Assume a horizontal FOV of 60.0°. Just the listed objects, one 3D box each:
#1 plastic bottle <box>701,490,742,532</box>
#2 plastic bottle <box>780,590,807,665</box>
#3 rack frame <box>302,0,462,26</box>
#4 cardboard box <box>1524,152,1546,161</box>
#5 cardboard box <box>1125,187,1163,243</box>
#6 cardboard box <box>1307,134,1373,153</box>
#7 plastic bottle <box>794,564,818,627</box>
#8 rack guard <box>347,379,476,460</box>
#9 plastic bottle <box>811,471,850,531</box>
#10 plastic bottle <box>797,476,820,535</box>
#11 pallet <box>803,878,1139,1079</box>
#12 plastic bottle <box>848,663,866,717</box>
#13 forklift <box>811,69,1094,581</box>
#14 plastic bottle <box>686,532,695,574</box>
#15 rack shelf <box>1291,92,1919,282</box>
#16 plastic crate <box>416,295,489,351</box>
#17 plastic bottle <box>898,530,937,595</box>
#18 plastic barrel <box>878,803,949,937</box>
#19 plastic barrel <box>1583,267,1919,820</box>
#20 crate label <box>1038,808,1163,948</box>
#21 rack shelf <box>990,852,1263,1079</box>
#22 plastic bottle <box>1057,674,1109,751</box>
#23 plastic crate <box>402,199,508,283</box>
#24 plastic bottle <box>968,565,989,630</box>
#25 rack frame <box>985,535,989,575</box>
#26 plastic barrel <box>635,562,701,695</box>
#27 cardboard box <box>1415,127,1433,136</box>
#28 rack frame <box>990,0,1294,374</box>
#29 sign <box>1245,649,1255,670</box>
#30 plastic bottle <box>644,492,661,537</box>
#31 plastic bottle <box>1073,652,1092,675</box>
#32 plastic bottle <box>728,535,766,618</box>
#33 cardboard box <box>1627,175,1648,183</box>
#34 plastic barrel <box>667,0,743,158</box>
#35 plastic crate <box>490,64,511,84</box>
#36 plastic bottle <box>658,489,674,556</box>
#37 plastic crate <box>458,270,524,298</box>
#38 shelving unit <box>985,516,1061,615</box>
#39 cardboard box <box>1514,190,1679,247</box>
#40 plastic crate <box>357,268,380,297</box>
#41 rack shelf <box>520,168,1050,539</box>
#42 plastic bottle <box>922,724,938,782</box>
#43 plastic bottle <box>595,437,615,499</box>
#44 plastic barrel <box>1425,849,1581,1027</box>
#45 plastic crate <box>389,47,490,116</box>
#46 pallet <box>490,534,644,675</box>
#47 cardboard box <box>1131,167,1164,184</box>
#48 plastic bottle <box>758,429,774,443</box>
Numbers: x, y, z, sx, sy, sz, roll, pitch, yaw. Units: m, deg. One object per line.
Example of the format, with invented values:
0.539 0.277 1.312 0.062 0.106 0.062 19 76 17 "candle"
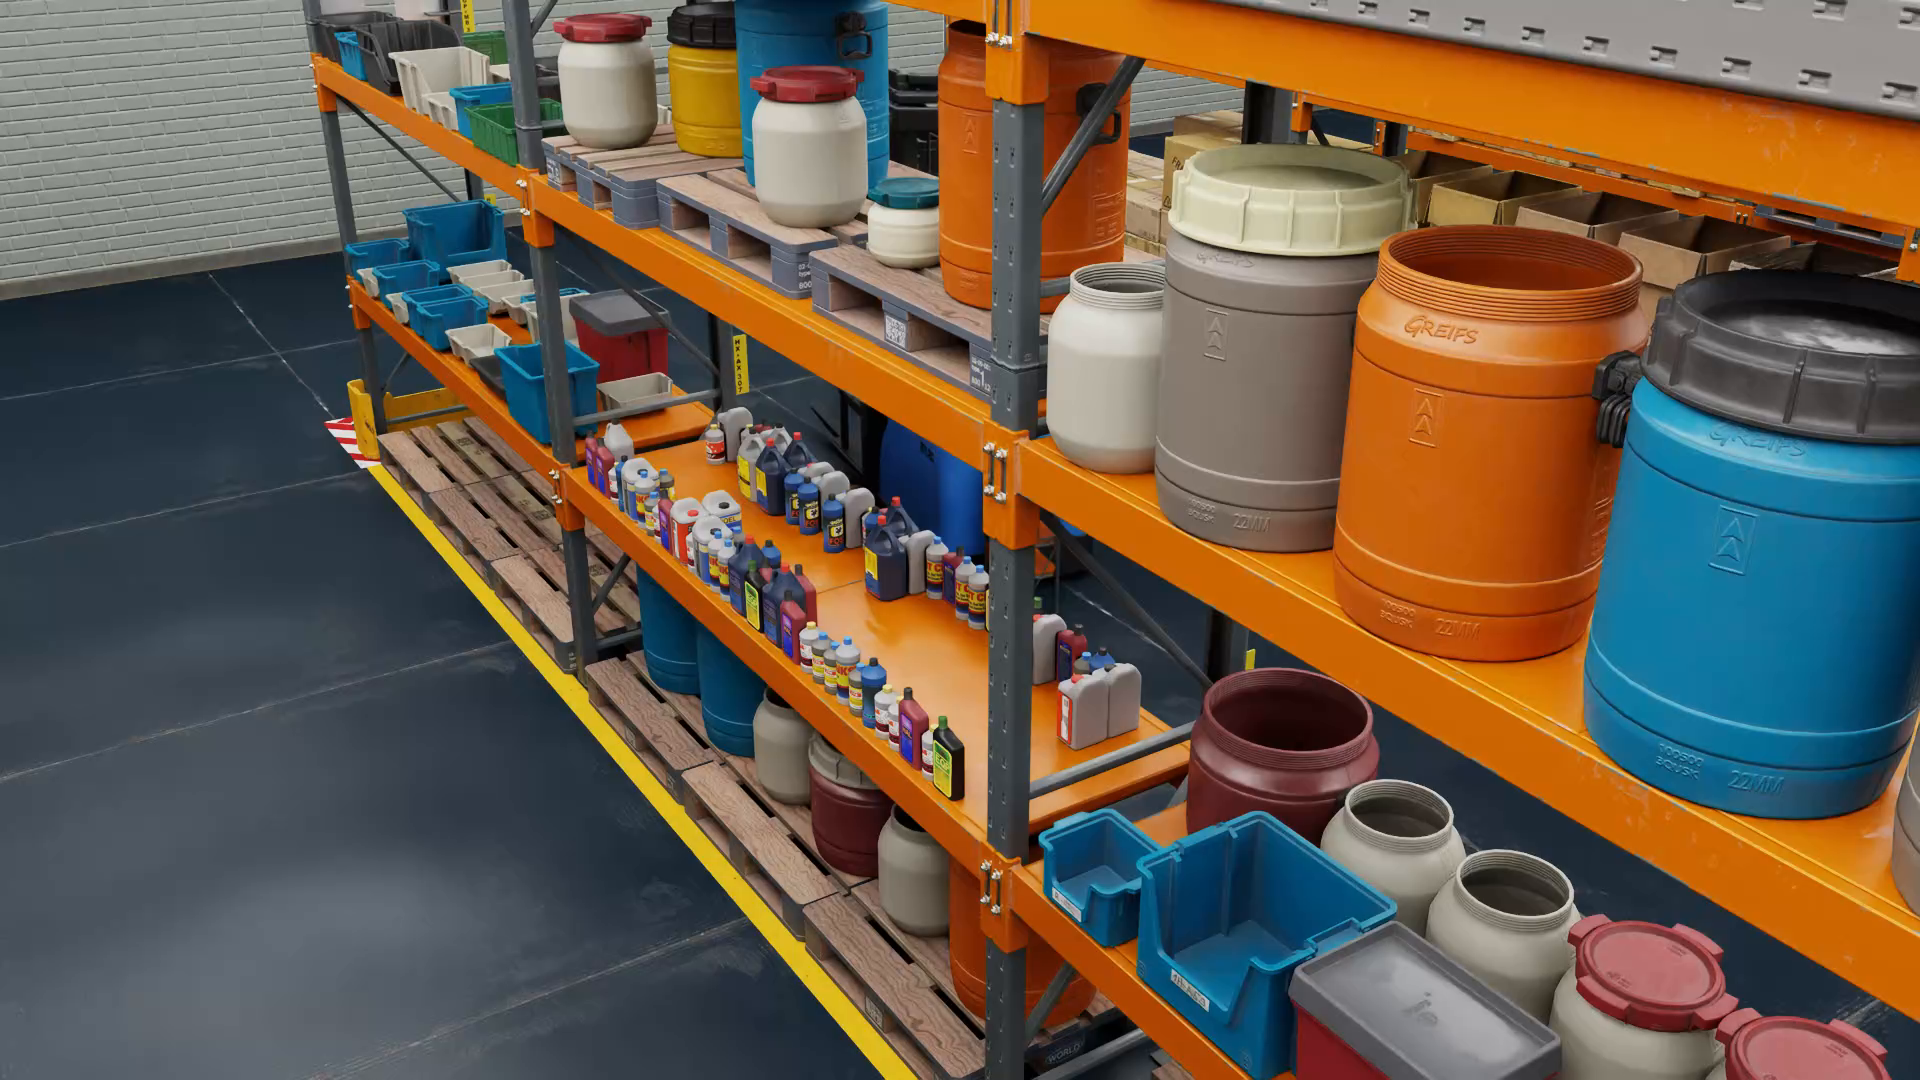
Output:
-1.078 -0.077 7.546 0.152 0.276 0.135 -16 29 -30 "plastic bottle"
-0.663 0.346 6.640 0.061 0.283 0.133 -16 29 -30 "plastic bottle"
-3.828 -4.827 10.434 1.000 3.000 0.127 -16 29 -30 "rack frame"
5.329 -3.536 15.022 0.380 0.149 0.250 -14 29 -28 "cardboard box"
1.481 -2.368 12.080 0.500 0.250 0.500 -15 29 -29 "cardboard box"
2.458 -2.475 11.427 0.500 0.500 0.500 -16 29 -30 "cardboard box"
-0.643 0.246 6.852 0.061 0.283 0.133 -16 29 -30 "plastic bottle"
-3.852 -0.990 12.260 1.175 0.500 0.348 -16 29 -30 "rack guard"
-0.610 -0.203 7.811 0.152 0.276 0.135 -16 29 -30 "plastic bottle"
-0.705 -0.165 7.736 0.097 0.271 0.097 0 25 0 "plastic bottle"
0.074 1.736 6.826 1.003 0.211 1.213 -16 29 -30 "pallet"
-0.372 0.559 6.285 0.097 0.201 0.097 0 25 0 "plastic bottle"
-0.215 -1.596 10.698 1.130 2.935 3.031 -10 27 -20 "forklift"
-1.165 0.040 7.385 0.097 0.201 0.097 0 25 0 "plastic bottle"
3.597 -2.154 9.127 1.077 0.370 4.000 -16 29 -30 "rack shelf"
-3.087 -1.322 10.163 0.416 0.233 0.300 -16 29 -30 "plastic crate"
-0.183 0.077 7.218 0.152 0.276 0.135 -16 29 -30 "plastic bottle"
-0.125 1.330 6.841 0.421 0.512 0.421 0 25 0 "plastic barrel"
1.549 -0.005 3.145 0.600 0.901 0.708 -16 29 -30 "plastic barrel"
0.455 1.061 5.185 0.303 0.233 0.416 -16 29 -30 "crate label"
1.631 1.788 4.292 1.077 0.370 4.000 -16 29 -30 "rack shelf"
0.446 0.609 6.093 0.152 0.276 0.135 -16 29 -30 "plastic bottle"
-3.489 -2.081 11.533 0.616 0.435 0.499 -16 29 -30 "plastic crate"
0.082 0.232 6.896 0.097 0.271 0.097 0 25 0 "plastic bottle"
0.263 -0.188 9.743 0.240 1.200 0.015 -10 27 -20 "rack frame"
-1.362 0.274 8.622 0.600 0.901 0.708 -16 29 -30 "plastic barrel"
4.608 -4.001 16.006 0.380 0.149 0.250 -14 29 -28 "cardboard box"
0.539 -1.966 4.373 1.000 3.000 0.127 -16 29 -30 "rack frame"
0.996 0.543 5.896 0.100 0.325 0.005 -16 29 -30 "sign"
-1.418 -0.126 7.736 0.097 0.201 0.097 0 25 0 "plastic bottle"
0.480 0.524 6.359 0.097 0.201 0.097 0 25 0 "plastic bottle"
-0.889 0.135 7.008 0.144 0.351 0.185 -16 29 -30 "plastic bottle"
5.953 -3.176 14.258 0.380 0.149 0.250 -16 30 -31 "cardboard box"
-0.976 -2.036 7.323 0.600 0.588 0.600 0 25 0 "plastic barrel"
-2.492 -2.670 9.688 0.437 0.136 0.530 -16 29 -30 "plastic crate"
-1.317 -0.083 7.548 0.061 0.283 0.133 -16 29 -30 "plastic bottle"
-3.085 -1.666 11.003 0.396 0.136 0.243 -16 29 -30 "plastic crate"
0.357 -0.092 9.540 0.258 1.200 0.503 -10 27 -20 "shelving unit"
3.578 -1.643 9.425 0.797 0.503 0.637 -14 29 -28 "cardboard box"
-3.863 -1.723 11.125 0.250 0.136 0.298 -16 29 -30 "plastic crate"
-0.553 -0.999 6.682 1.077 0.370 4.000 -16 29 -30 "rack shelf"
-0.087 0.746 5.888 0.097 0.201 0.097 0 25 0 "plastic bottle"
-1.729 -0.353 8.120 0.061 0.283 0.133 -16 29 -30 "plastic bottle"
1.510 1.165 4.637 0.421 0.512 0.421 0 25 0 "plastic barrel"
-2.877 -2.553 9.268 0.437 0.282 0.530 -16 29 -30 "plastic crate"
-2.078 0.323 9.818 1.003 0.211 1.213 -16 29 -30 "pallet"
1.651 -2.675 12.730 0.500 0.250 0.500 -15 29 -29 "cardboard box"
-0.959 -0.431 8.295 0.152 0.276 0.135 -16 29 -30 "plastic bottle"
